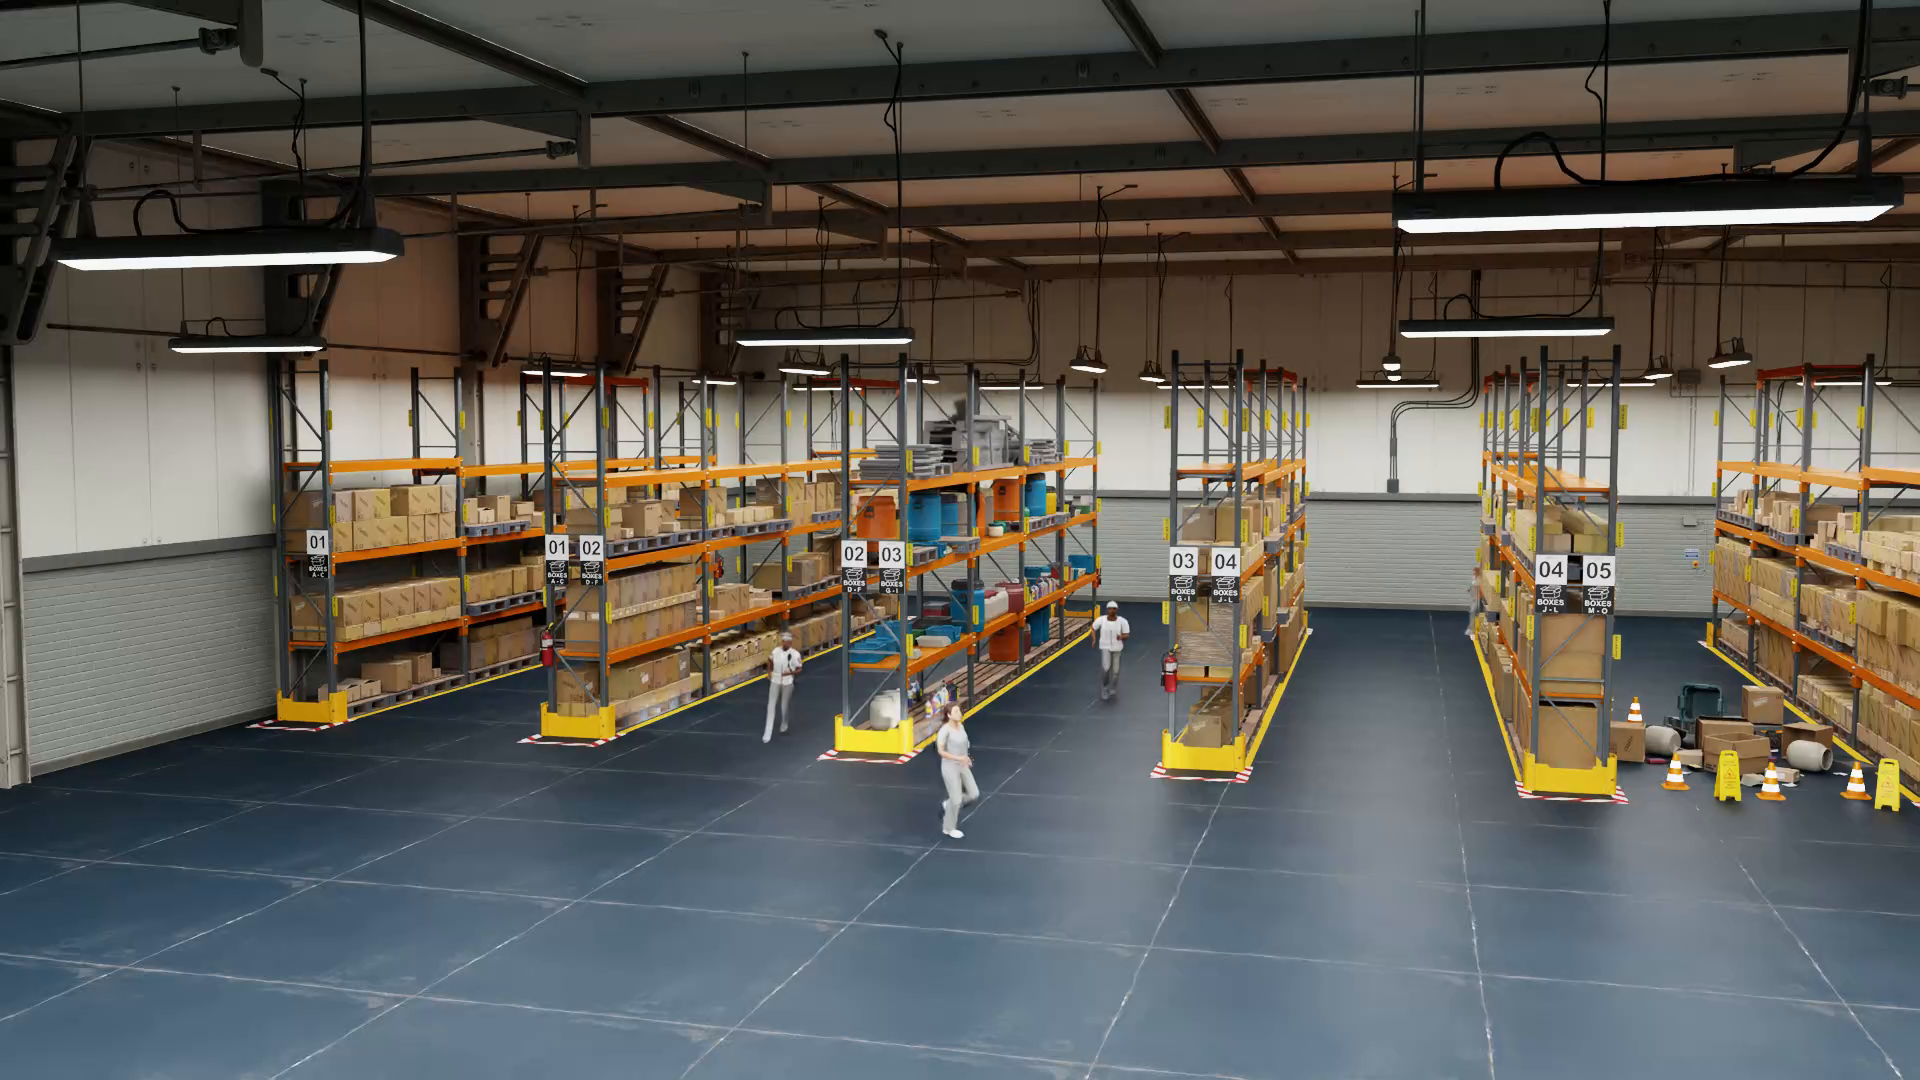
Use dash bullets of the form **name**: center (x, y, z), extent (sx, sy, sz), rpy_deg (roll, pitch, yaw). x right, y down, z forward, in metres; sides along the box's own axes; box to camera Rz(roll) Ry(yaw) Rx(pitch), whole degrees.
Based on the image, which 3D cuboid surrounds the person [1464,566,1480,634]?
- **person**: center (12.201, 1.411, 39.055), extent (0.823, 1.604, 0.576), rpy_deg (-1, 4, -11)

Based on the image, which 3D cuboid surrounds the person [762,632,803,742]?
- **person**: center (-2.766, 2.284, 26.246), extent (0.600, 1.701, 0.888), rpy_deg (0, 4, 5)

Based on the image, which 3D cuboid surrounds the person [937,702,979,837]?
- **person**: center (-0.040, 2.760, 19.976), extent (0.559, 1.622, 0.560), rpy_deg (4, 5, 40)

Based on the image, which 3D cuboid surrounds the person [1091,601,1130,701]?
- **person**: center (2.703, 1.984, 29.778), extent (0.672, 1.785, 0.720), rpy_deg (0, 4, -1)
